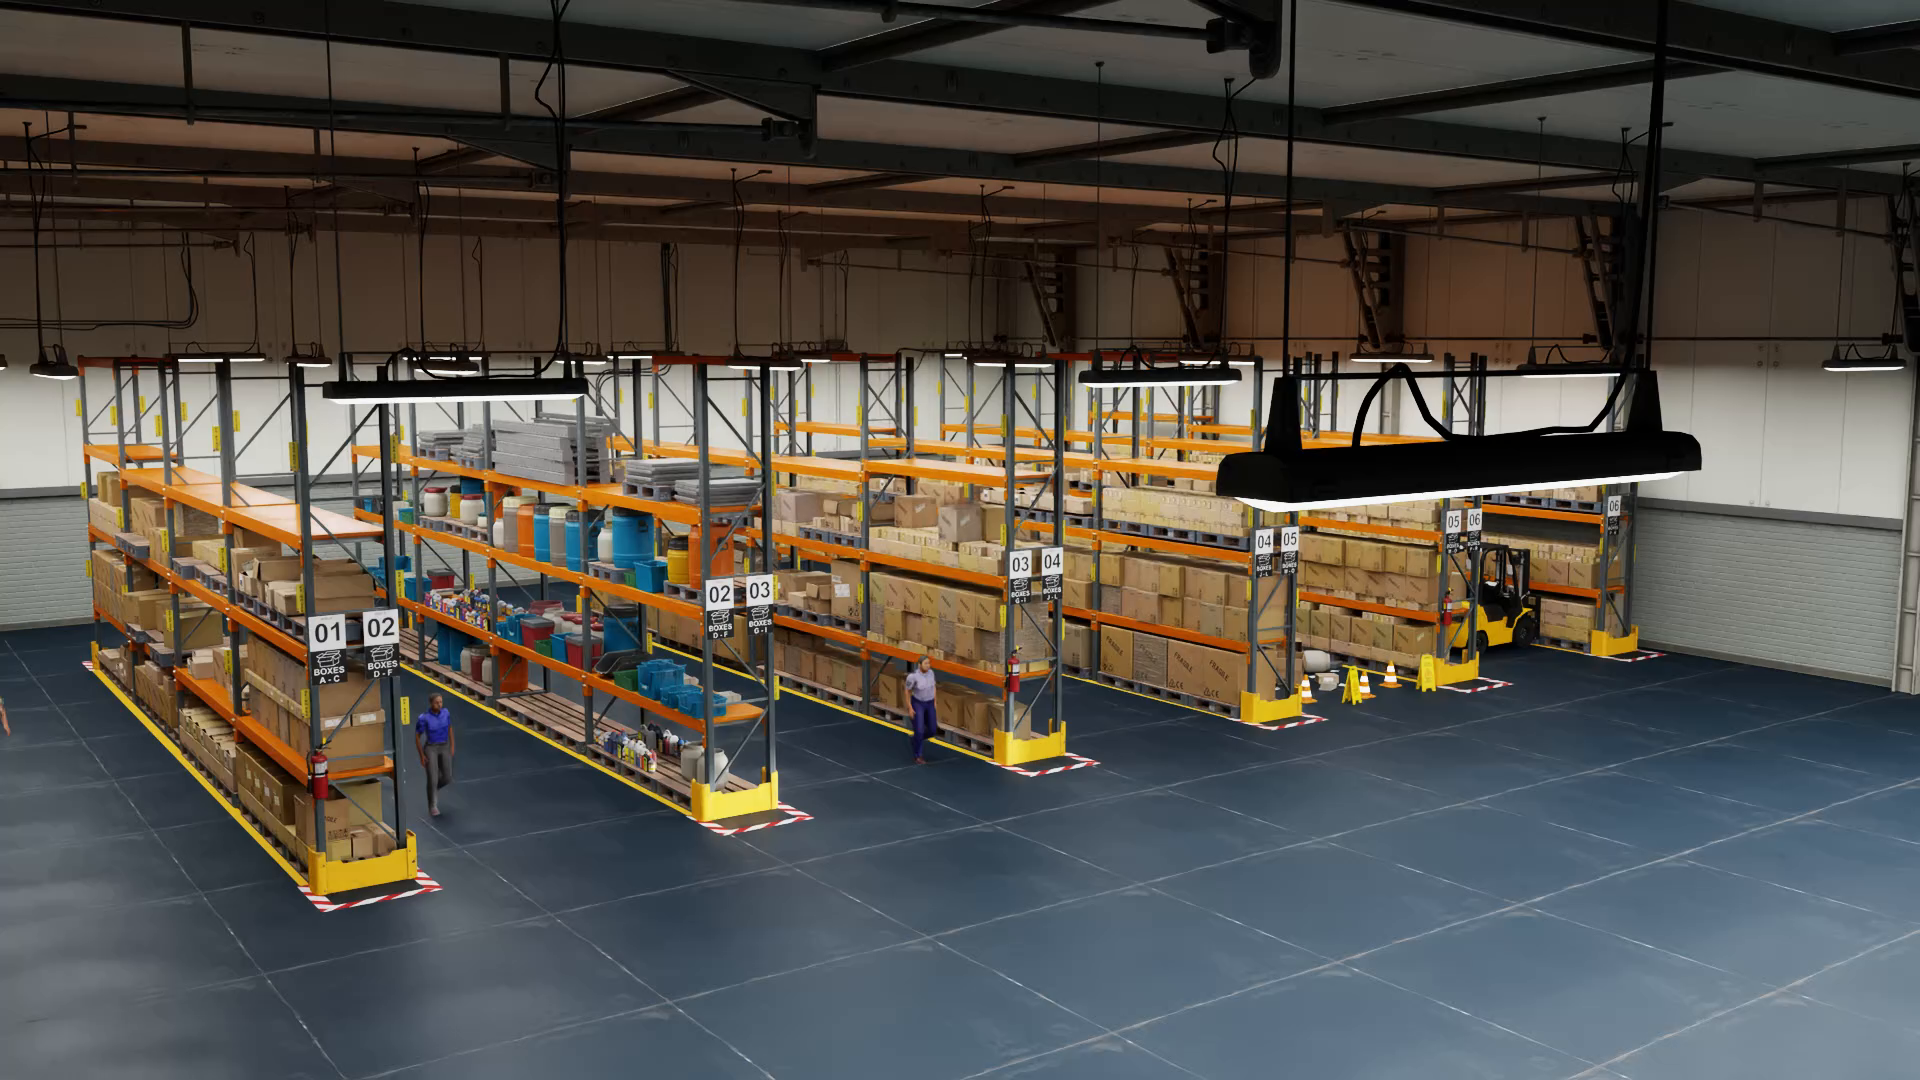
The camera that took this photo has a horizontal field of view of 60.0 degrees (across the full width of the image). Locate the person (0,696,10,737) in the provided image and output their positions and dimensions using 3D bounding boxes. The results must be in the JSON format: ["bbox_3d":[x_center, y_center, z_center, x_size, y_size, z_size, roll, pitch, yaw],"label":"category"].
[{"bbox_3d":[-13.765,2.625,23.386,0.644,1.705,1.088,-7,10,-44],"label":"person"}]

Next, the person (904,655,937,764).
[{"bbox_3d":[-0.616,2.518,25.013,0.571,1.617,0.558,-5,9,-36],"label":"person"}]

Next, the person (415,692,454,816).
[{"bbox_3d":[-7.069,2.840,22.314,0.545,1.628,0.542,-7,10,-43],"label":"person"}]
